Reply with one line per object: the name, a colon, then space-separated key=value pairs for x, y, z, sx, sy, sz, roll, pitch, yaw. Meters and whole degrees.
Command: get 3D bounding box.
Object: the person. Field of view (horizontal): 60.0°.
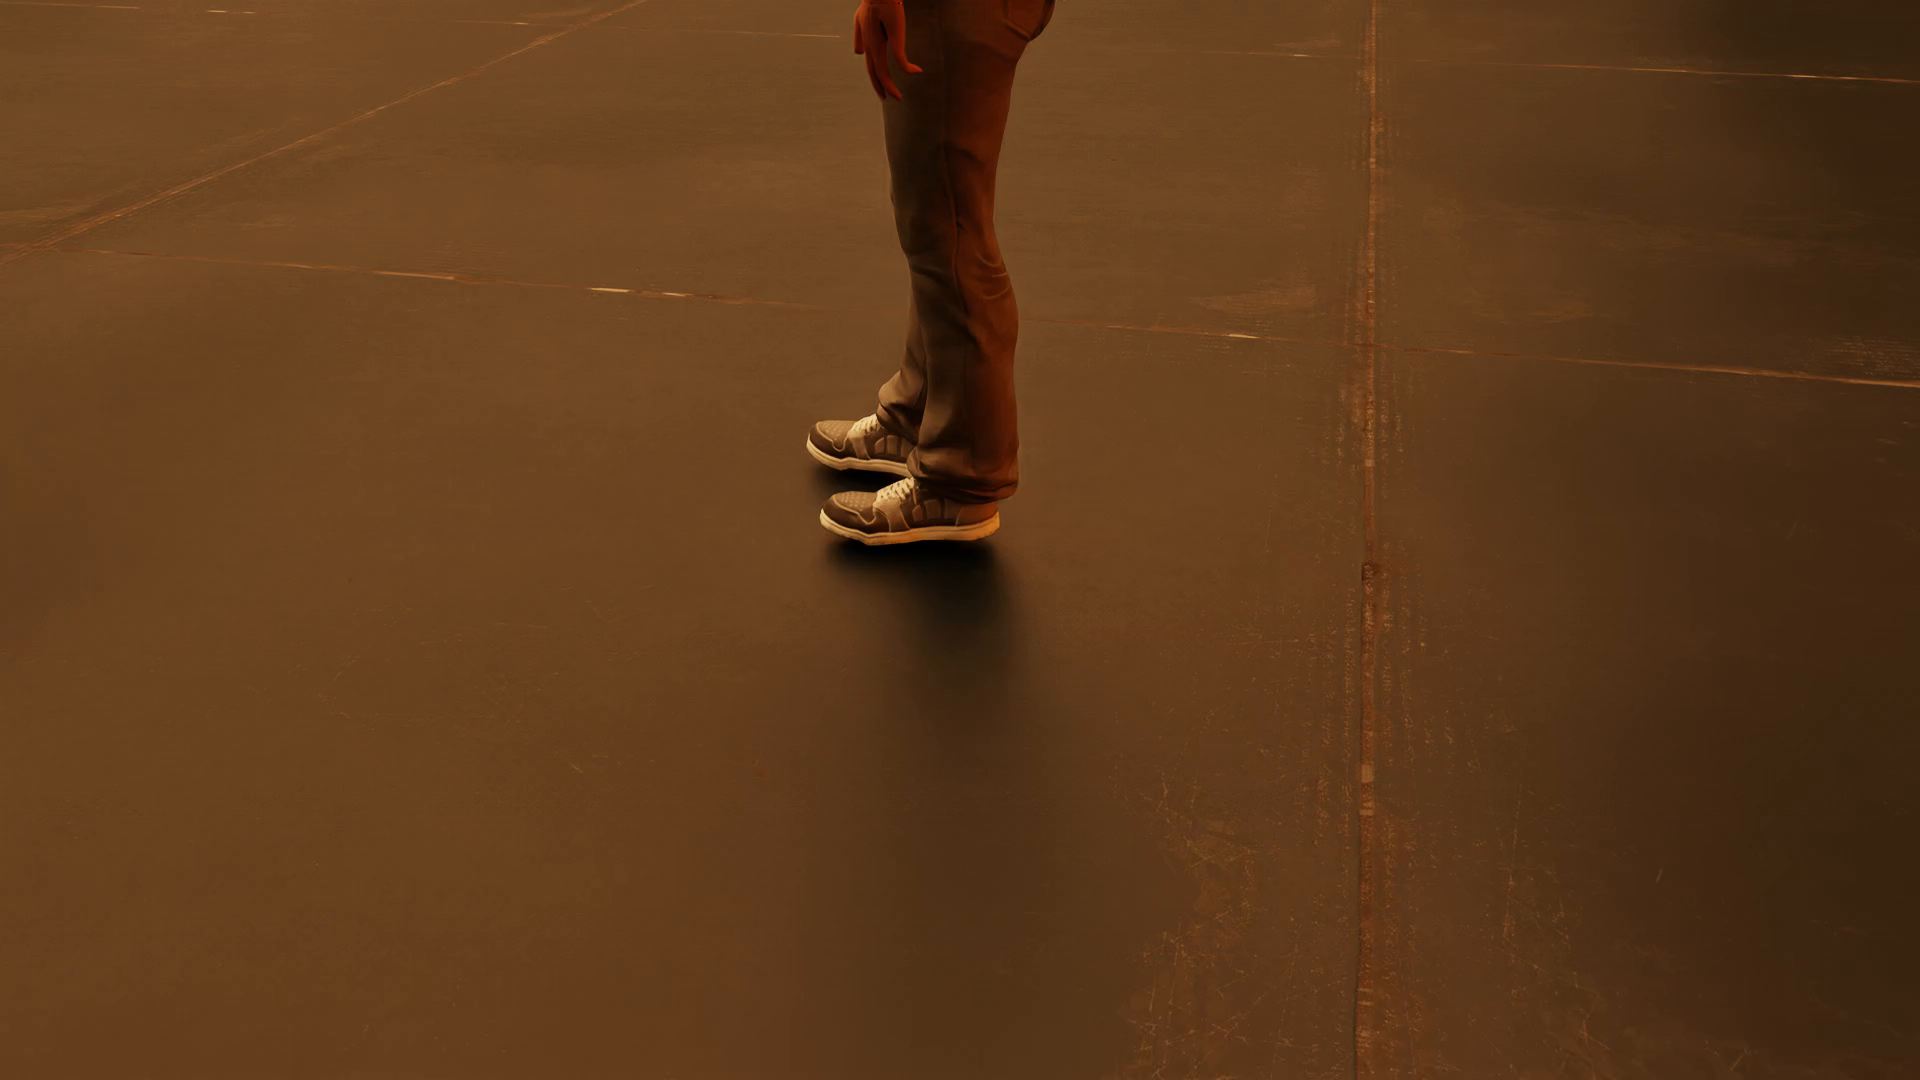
person: x=-0.070 y=-0.733 z=2.164 sx=0.473 sy=1.599 sz=0.521 roll=6 pitch=27 yaw=11
